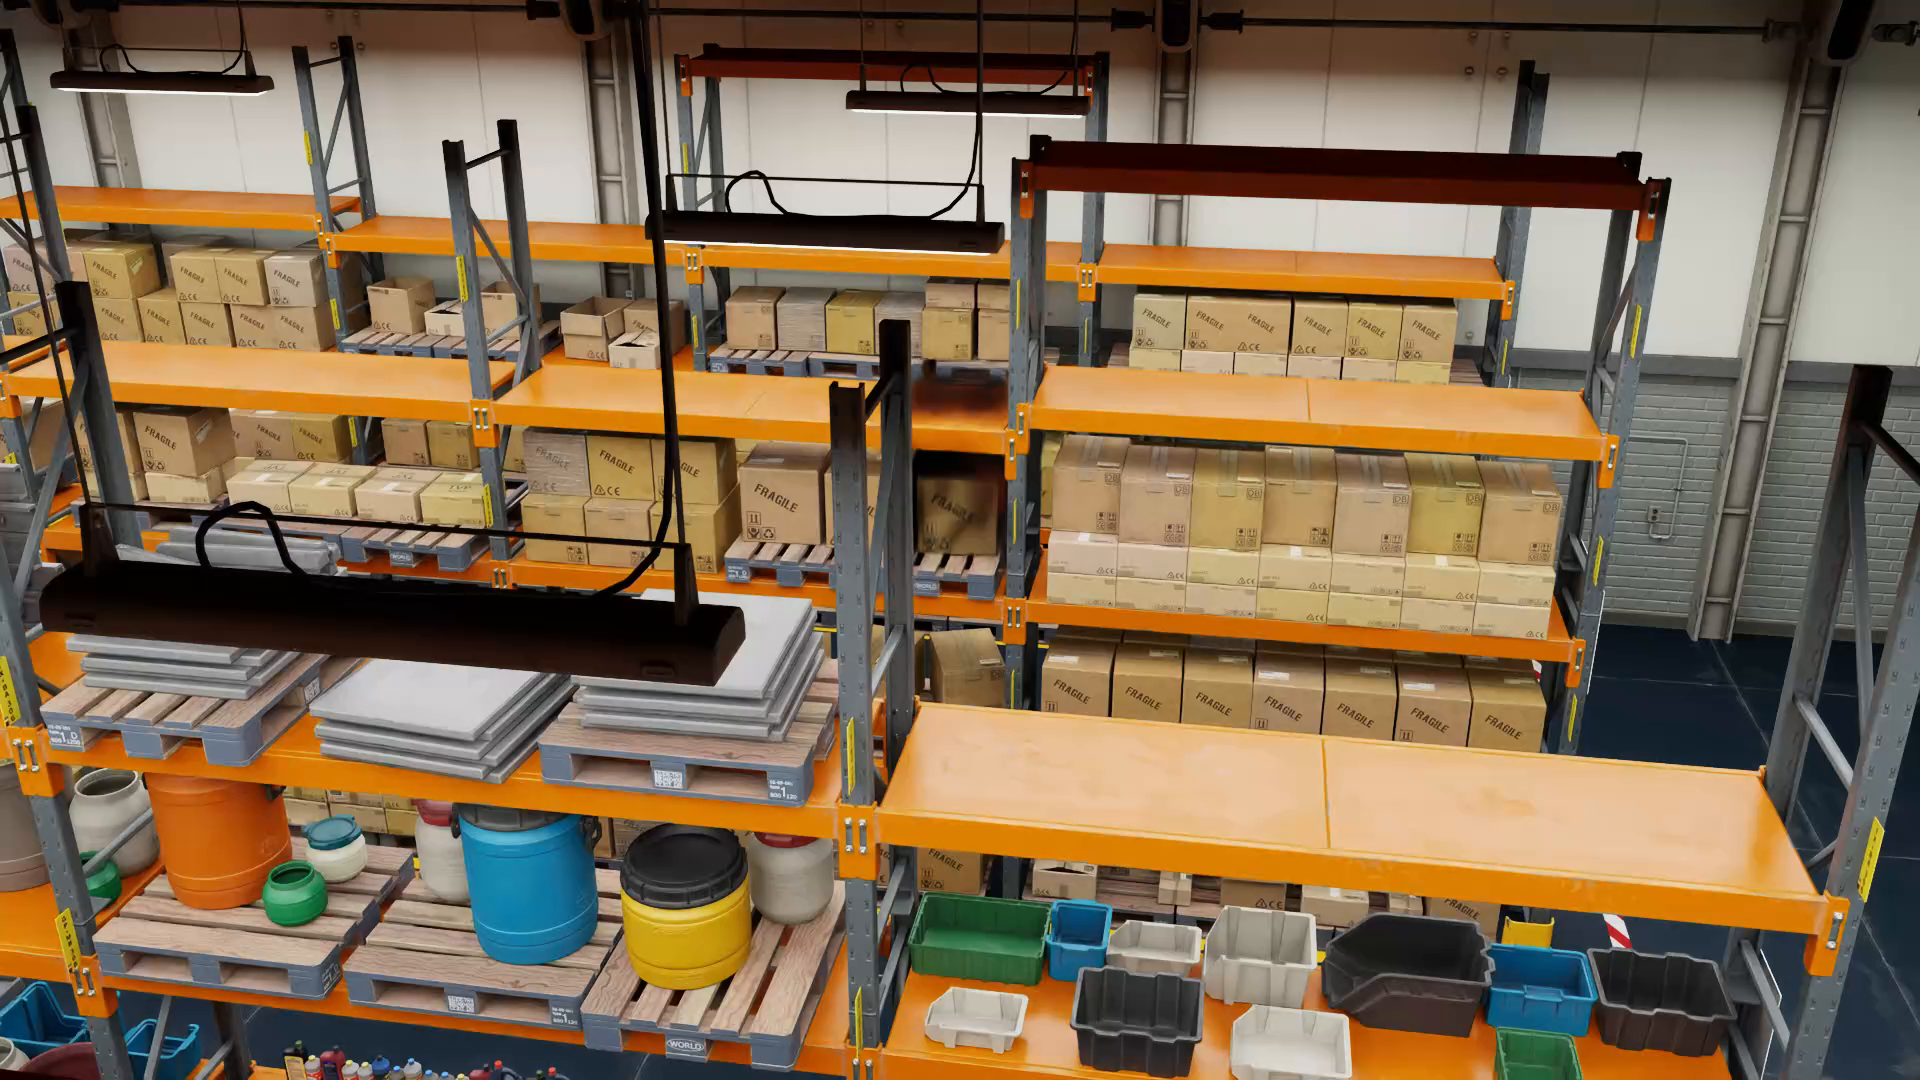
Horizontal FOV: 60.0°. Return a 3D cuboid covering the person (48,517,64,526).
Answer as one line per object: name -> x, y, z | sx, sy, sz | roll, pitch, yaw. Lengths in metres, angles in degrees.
person -> -8.993, 0.598, 16.796 | 0.650, 1.848, 0.389 | 4, 23, 9
